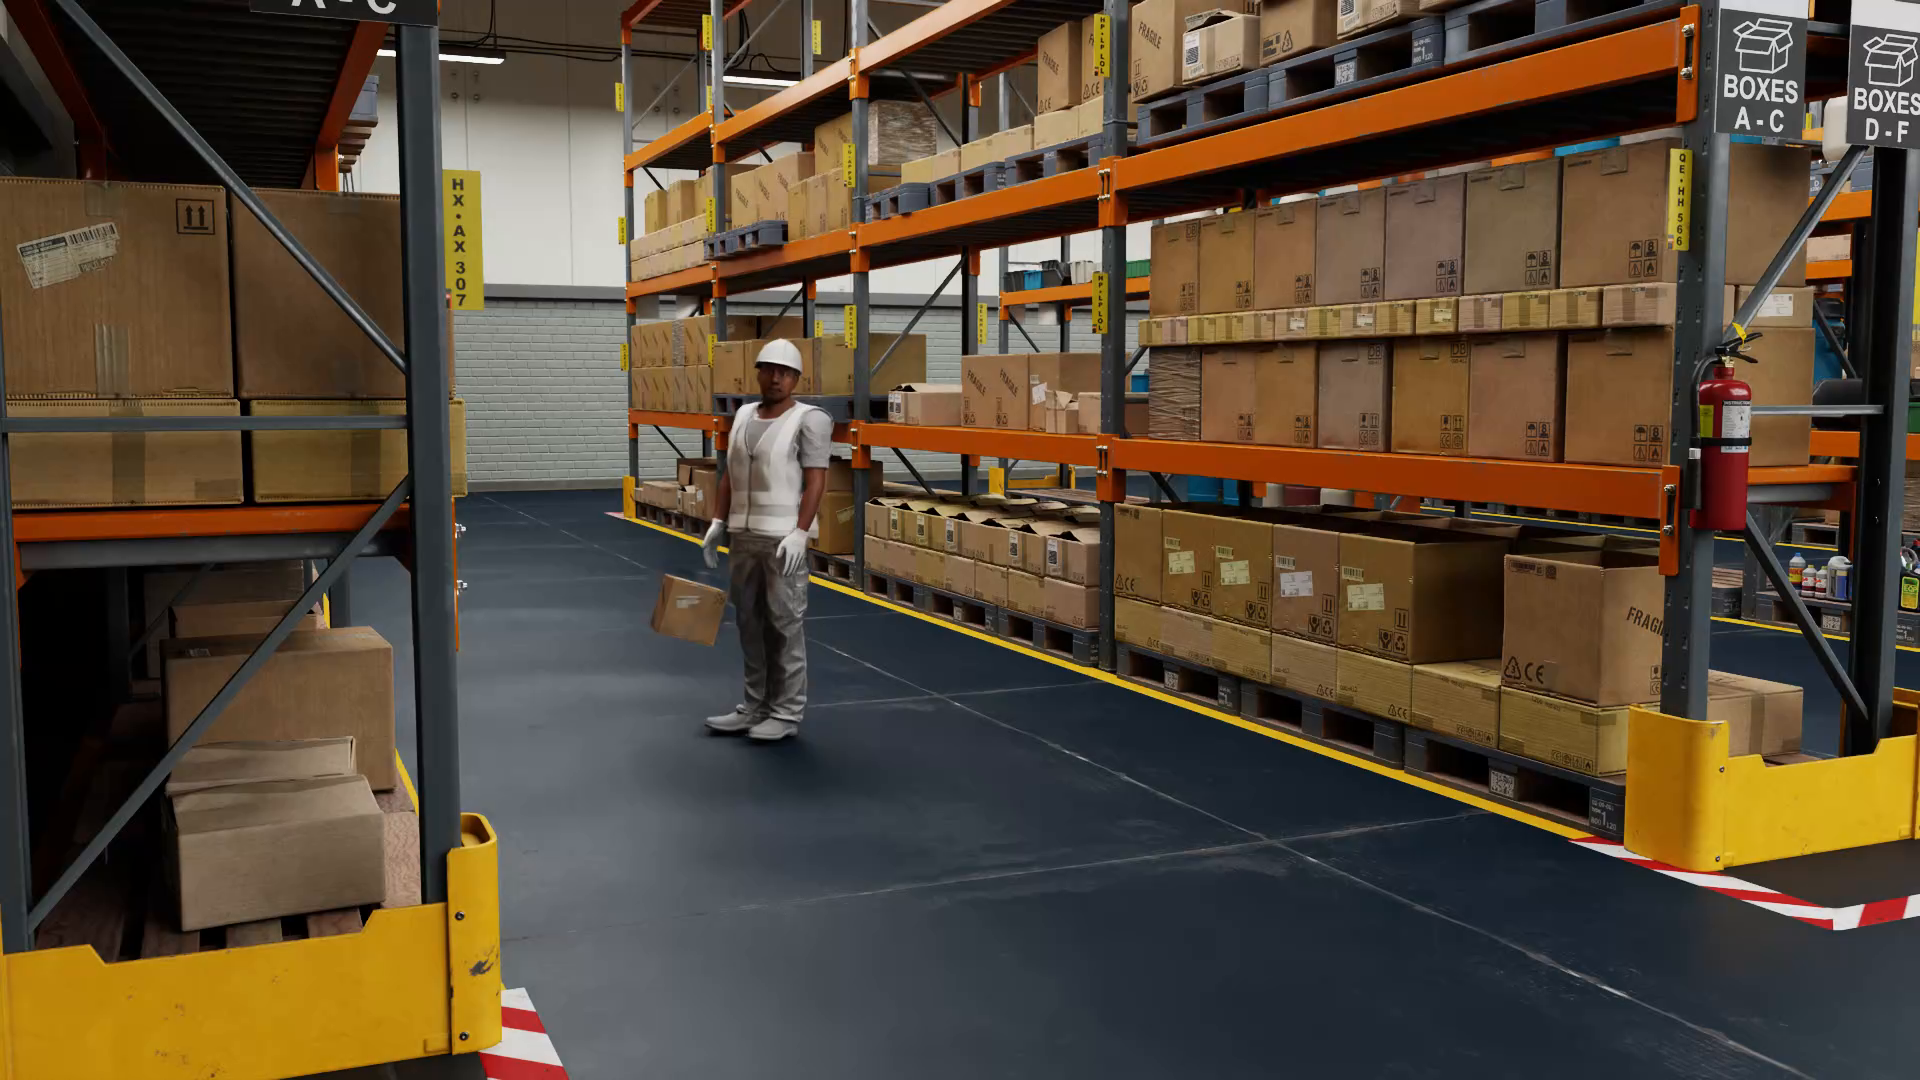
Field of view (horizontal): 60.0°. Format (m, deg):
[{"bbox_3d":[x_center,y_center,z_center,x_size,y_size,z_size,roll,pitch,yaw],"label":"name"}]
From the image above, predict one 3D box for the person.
[{"bbox_3d":[-0.887,0.000,7.446,0.625,1.782,0.421,4,7,37],"label":"person"}]
